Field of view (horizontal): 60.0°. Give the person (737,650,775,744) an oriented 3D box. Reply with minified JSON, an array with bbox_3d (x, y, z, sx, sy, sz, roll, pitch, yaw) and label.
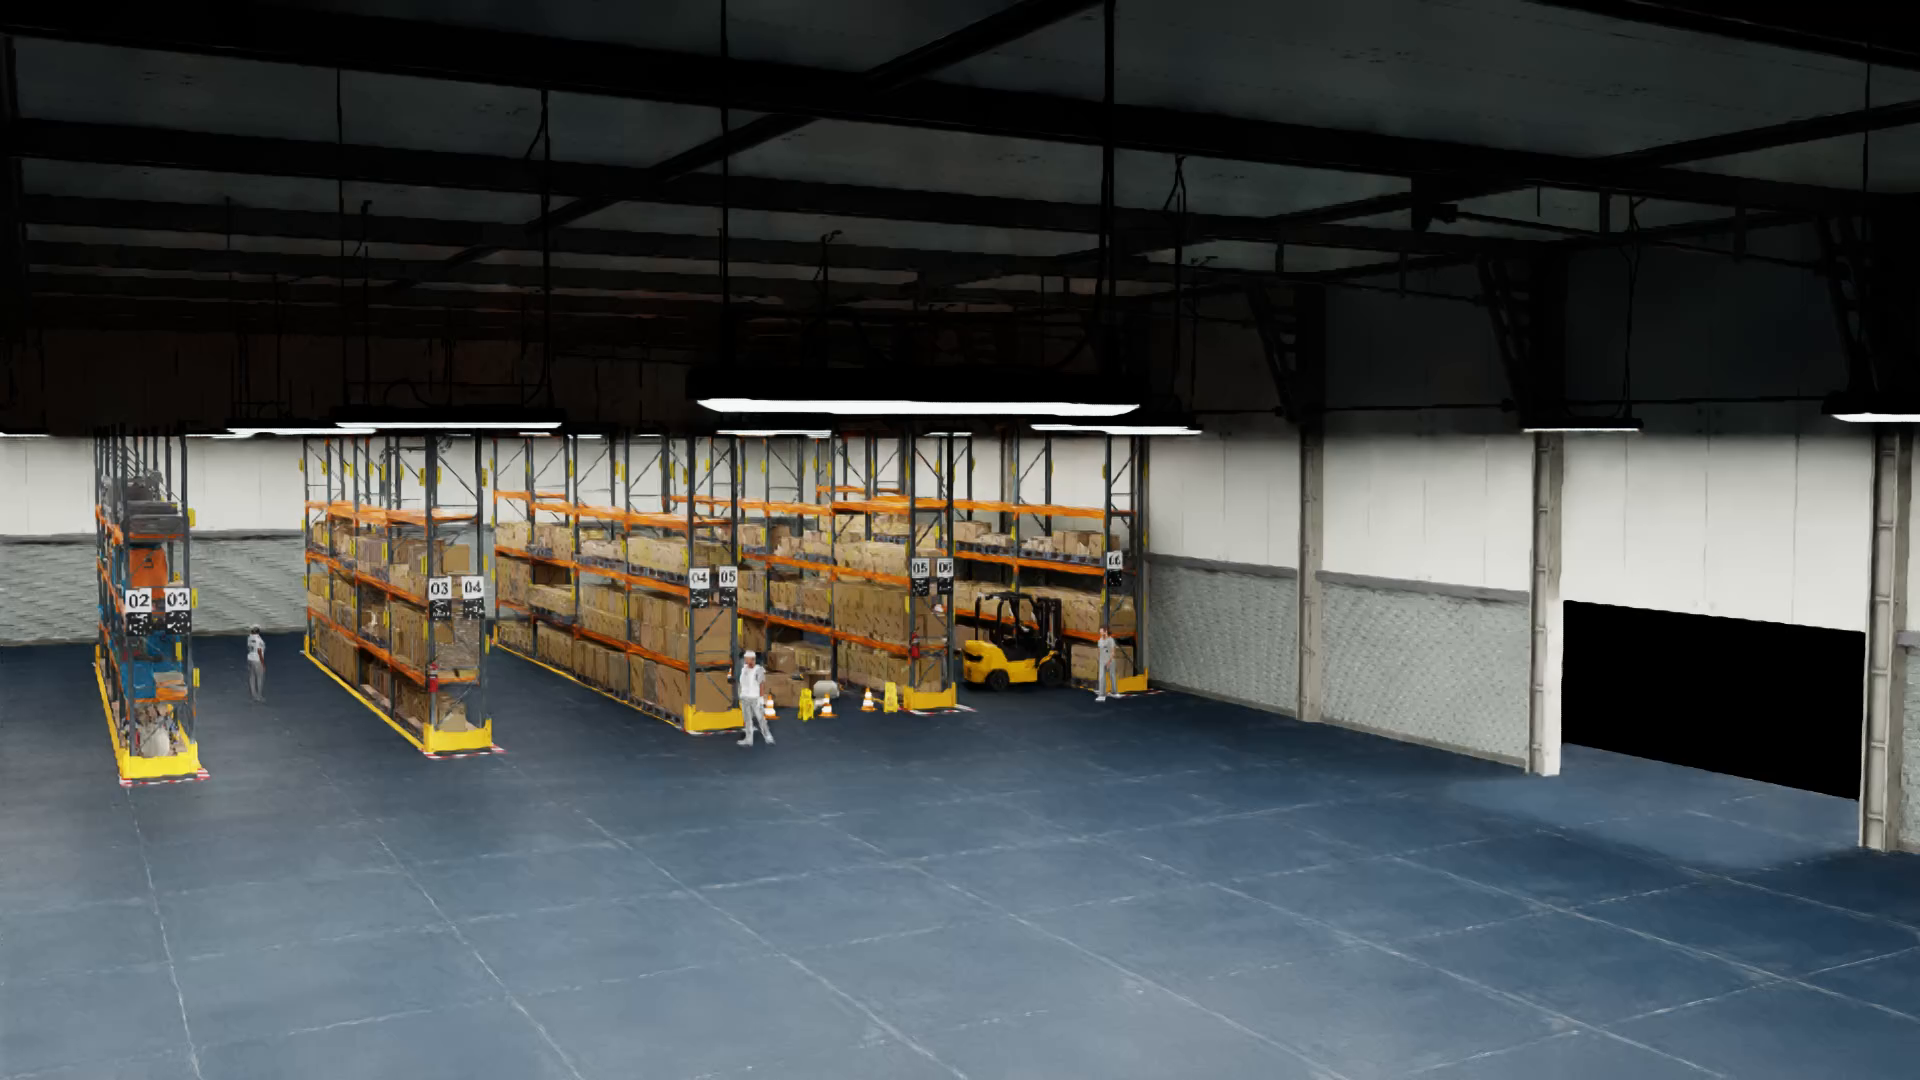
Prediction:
[{"bbox_3d":[-3.838,2.947,31.239,0.748,1.785,0.487,2,4,33],"label":"person"}]

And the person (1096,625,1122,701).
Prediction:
[{"bbox_3d":[3.250,2.683,36.533,0.486,1.664,0.699,2,4,32],"label":"person"}]

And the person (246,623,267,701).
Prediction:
[{"bbox_3d":[-15.447,2.702,36.533,0.526,1.737,0.372,2,4,33],"label":"person"}]

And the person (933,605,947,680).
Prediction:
[{"bbox_3d":[-0.549,2.424,39.617,0.576,1.768,0.626,0,3,2],"label":"person"}]
